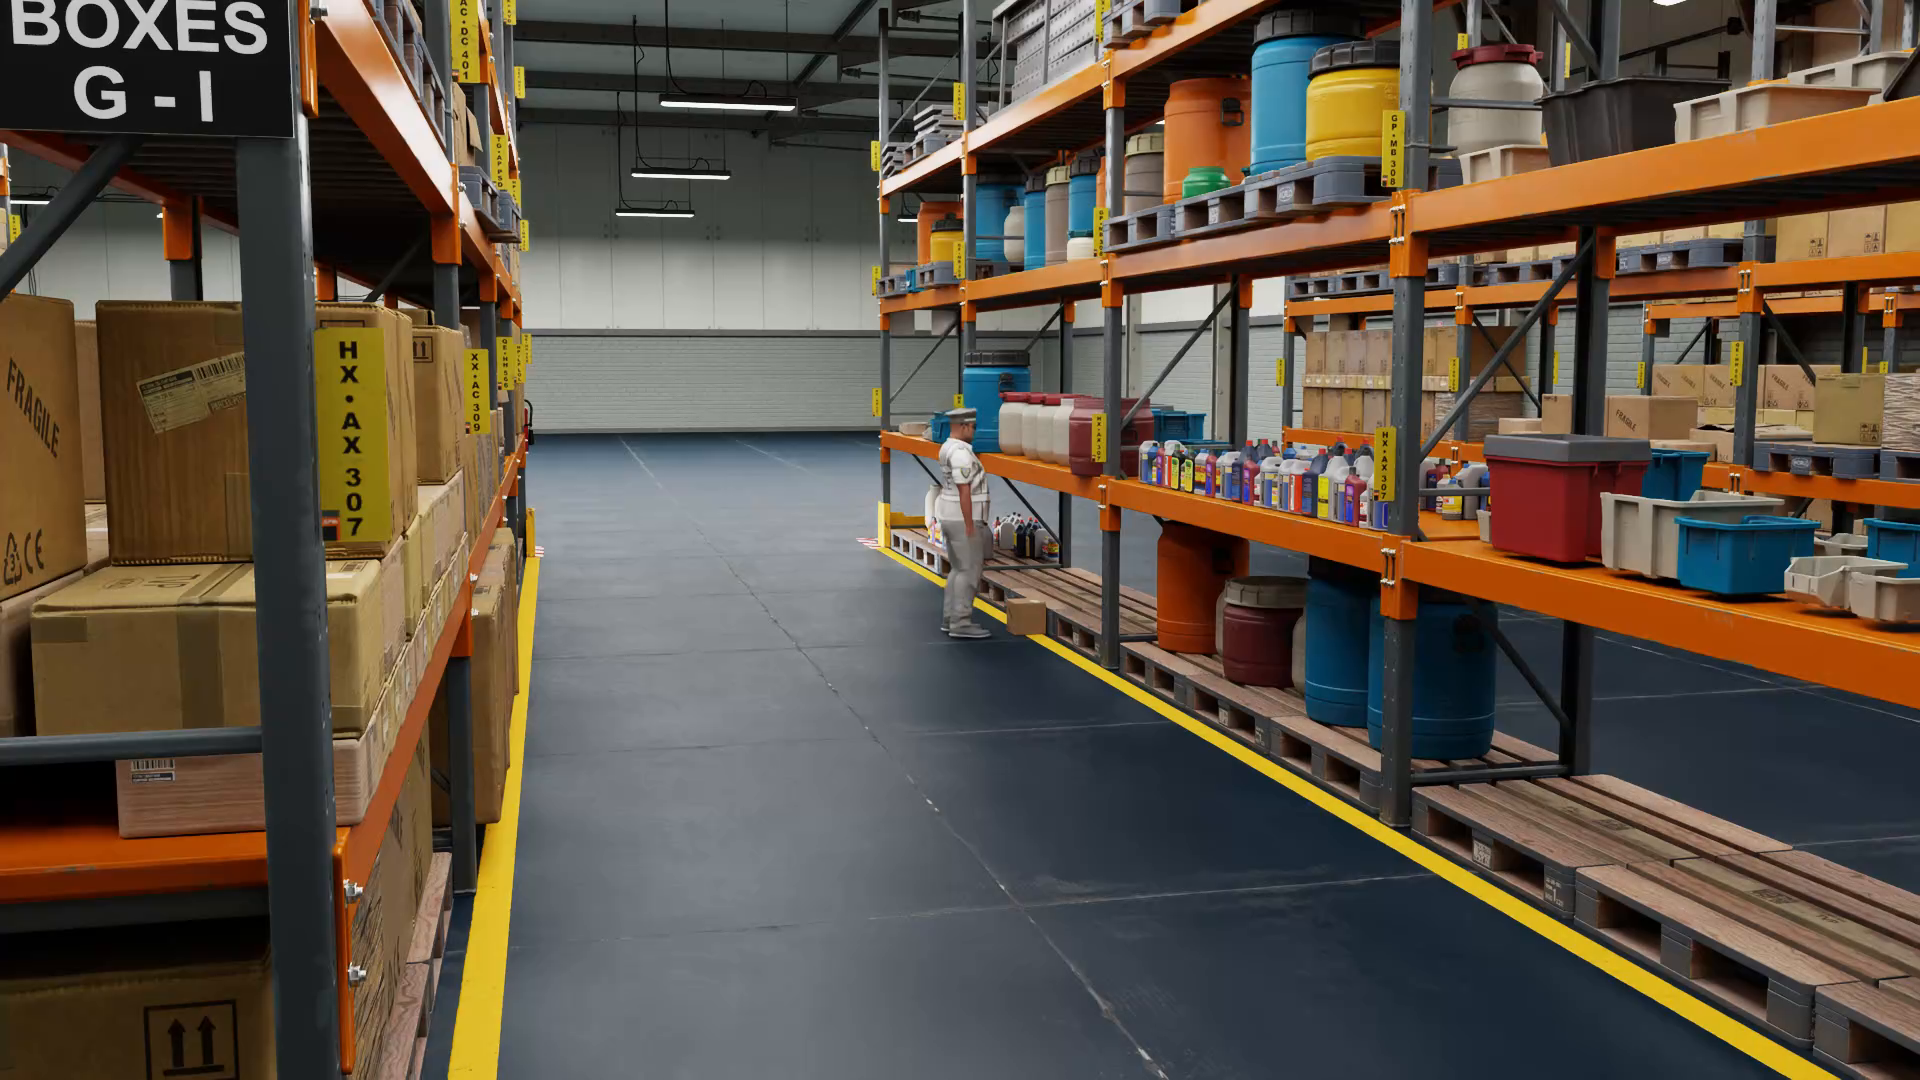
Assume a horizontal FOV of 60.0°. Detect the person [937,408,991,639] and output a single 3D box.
[{"bbox_3d":[0.030,-0.134,12.737,0.393,1.743,0.529,-1,6,-13],"label":"person"}]
